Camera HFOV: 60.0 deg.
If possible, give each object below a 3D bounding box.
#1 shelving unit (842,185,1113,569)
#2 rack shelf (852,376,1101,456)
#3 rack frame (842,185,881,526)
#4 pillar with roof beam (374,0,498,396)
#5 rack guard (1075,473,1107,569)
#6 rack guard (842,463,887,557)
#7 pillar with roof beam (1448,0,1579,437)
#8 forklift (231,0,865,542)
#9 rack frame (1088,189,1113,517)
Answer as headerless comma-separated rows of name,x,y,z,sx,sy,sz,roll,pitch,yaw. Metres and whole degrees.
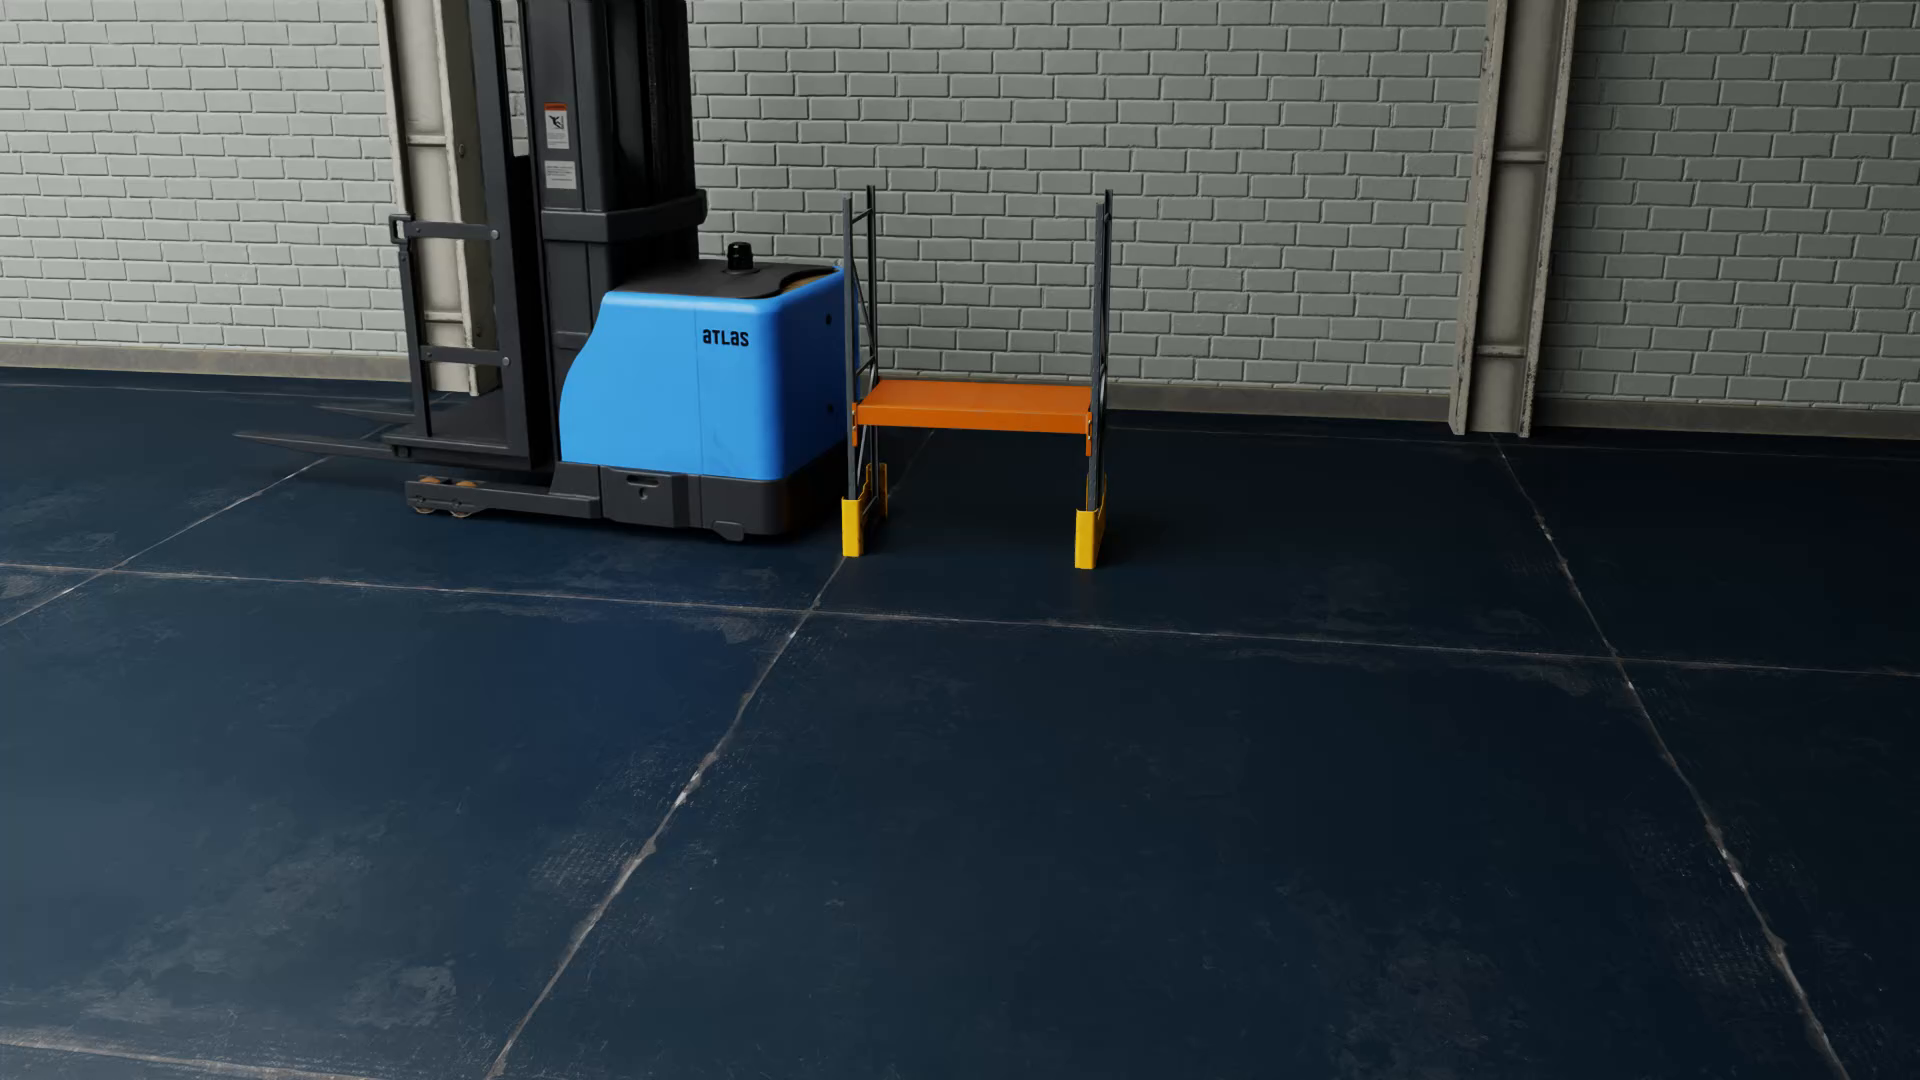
shelving unit,0.075,-0.707,7.054,1.083,1.500,0.587,3,19,9
rack shelf,0.084,-0.536,7.109,1.000,0.185,0.538,3,19,9
rack frame,-0.418,-0.733,7.129,0.032,1.500,0.500,3,19,9
pillar with roof beam,-3.708,-3.831,4.570,0.400,9.000,9.100,3,19,9
rack guard,0.567,-0.090,7.177,0.087,0.250,0.587,3,19,9
rack guard,-0.416,-0.140,7.327,0.087,0.250,0.587,3,19,9
pillar with roof beam,2.216,-3.529,3.668,0.400,9.000,9.100,3,19,9
forklift,-2.031,-1.642,7.592,3.031,2.935,1.130,6,19,17
rack frame,0.586,-0.681,6.976,0.032,1.500,0.500,3,19,9
